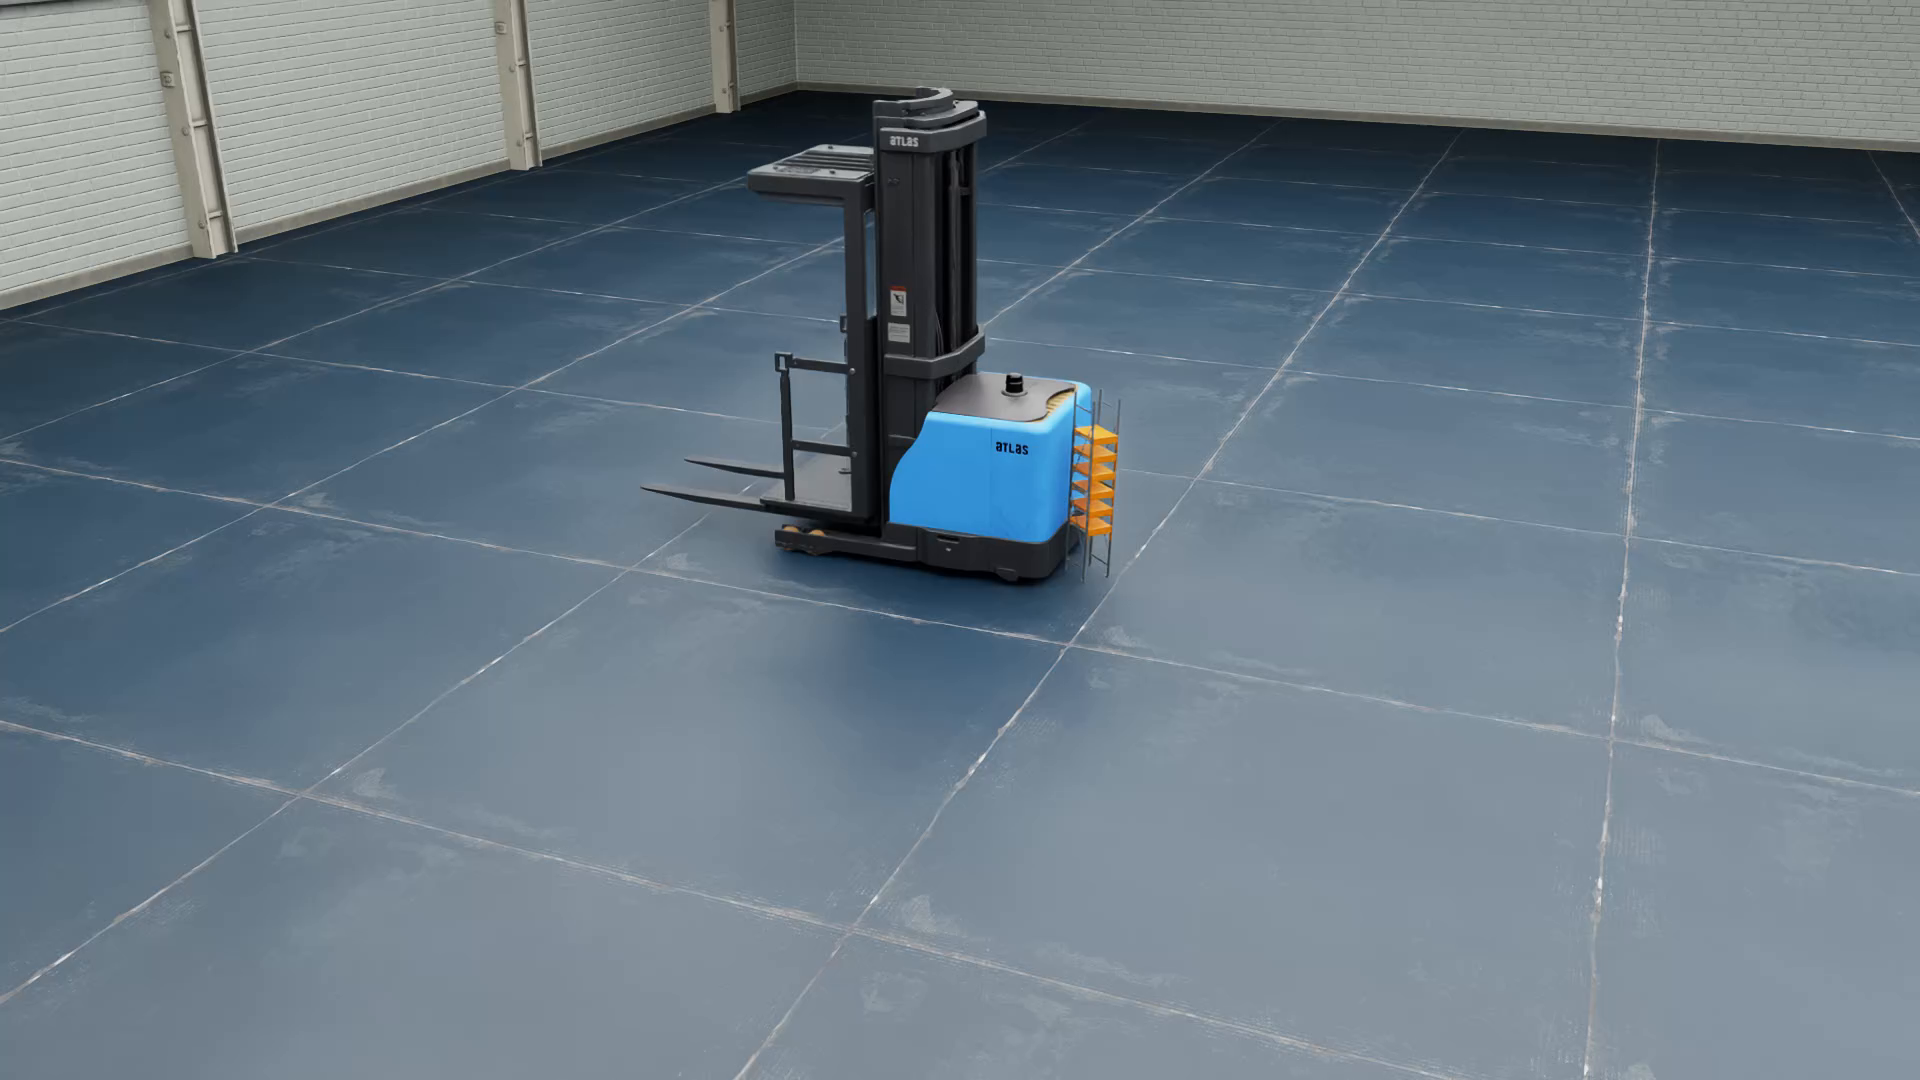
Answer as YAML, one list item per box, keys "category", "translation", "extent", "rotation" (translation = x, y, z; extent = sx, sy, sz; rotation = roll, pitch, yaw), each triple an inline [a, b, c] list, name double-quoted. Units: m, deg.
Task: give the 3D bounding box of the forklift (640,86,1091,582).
- category: "forklift"
  translation: [-0.696, -1.429, 10.867]
  extent: [3.031, 2.935, 1.130]
  rotation: [8, 24, 19]

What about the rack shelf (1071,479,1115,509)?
- category: "rack shelf"
  translation: [0.833, -0.298, 10.514]
  extent: [0.180, 0.103, 0.258]
  rotation: [-10, 24, -26]

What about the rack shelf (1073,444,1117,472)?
- category: "rack shelf"
  translation: [0.840, -0.521, 10.425]
  extent: [0.180, 0.103, 0.258]
  rotation: [-10, 24, -26]

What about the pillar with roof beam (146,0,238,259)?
- category: "pillar with roof beam"
  translation: [-4.569, -6.827, 15.918]
  extent: [9.100, 9.000, 0.400]
  rotation: [9, 24, 20]

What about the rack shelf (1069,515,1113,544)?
- category: "rack shelf"
  translation: [0.826, -0.075, 10.602]
  extent: [0.180, 0.103, 0.258]
  rotation: [-10, 24, -26]

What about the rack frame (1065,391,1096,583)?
- category: "rack frame"
  translation: [0.753, -0.326, 10.457]
  extent: [0.006, 1.200, 0.240]
  rotation: [-10, 24, -26]

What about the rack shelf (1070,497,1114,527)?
- category: "rack shelf"
  translation: [0.829, -0.187, 10.558]
  extent: [0.180, 0.103, 0.258]
  rotation: [-10, 24, -26]

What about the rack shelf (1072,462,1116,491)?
- category: "rack shelf"
  translation: [0.836, -0.409, 10.469]
  extent: [0.180, 0.103, 0.258]
  rotation: [-10, 24, -26]

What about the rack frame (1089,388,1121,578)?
- category: "rack frame"
  translation: [0.915, -0.353, 10.538]
  extent: [0.006, 1.200, 0.240]
  rotation: [-10, 24, -26]

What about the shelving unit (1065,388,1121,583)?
- category: "shelving unit"
  translation: [0.834, -0.339, 10.497]
  extent: [0.189, 1.200, 0.258]
  rotation: [-10, 24, -26]

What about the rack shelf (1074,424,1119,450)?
- category: "rack shelf"
  translation: [0.843, -0.632, 10.381]
  extent: [0.180, 0.103, 0.258]
  rotation: [-10, 24, -26]

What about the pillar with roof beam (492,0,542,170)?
- category: "pillar with roof beam"
  translation: [-2.340, -8.974, 21.058]
  extent: [9.100, 9.000, 0.400]
  rotation: [9, 24, 20]

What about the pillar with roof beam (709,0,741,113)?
- category: "pillar with roof beam"
  translation: [-0.111, -11.121, 26.199]
  extent: [9.100, 9.000, 0.400]
  rotation: [9, 24, 20]
